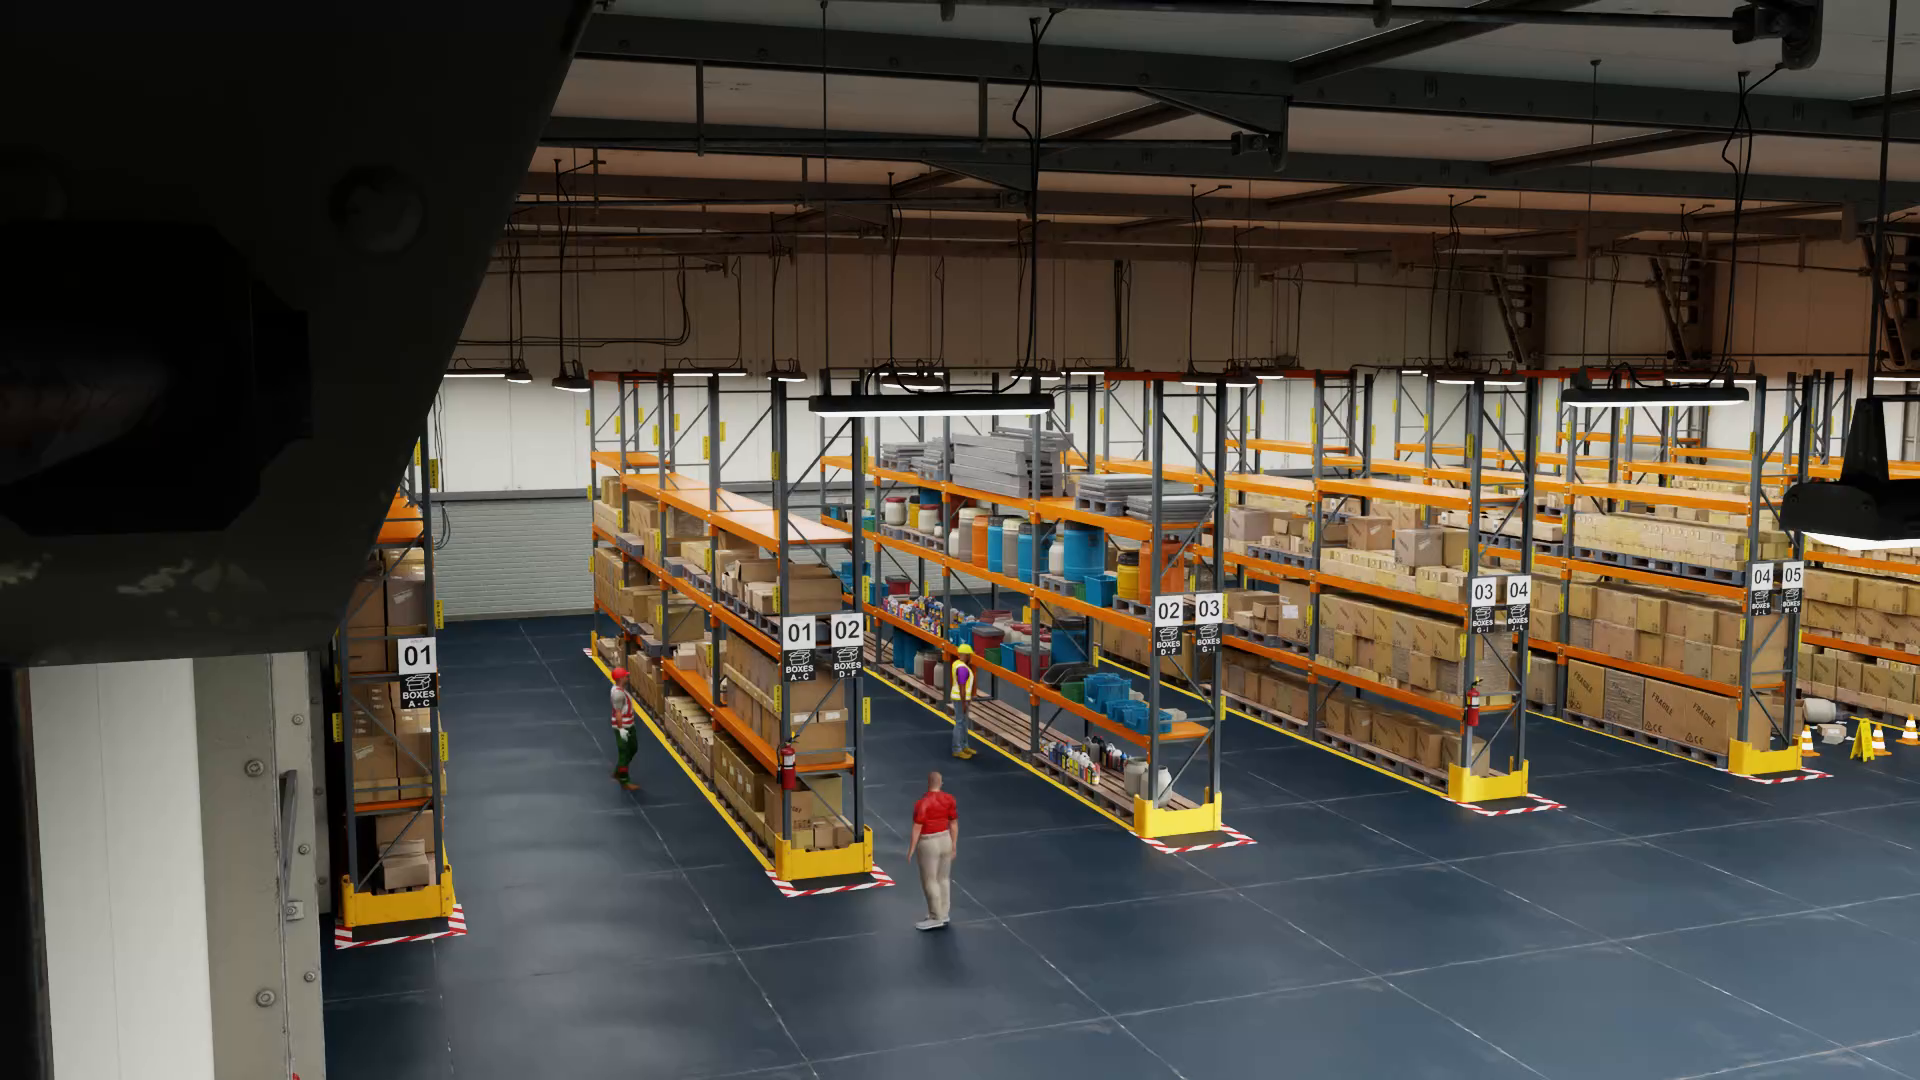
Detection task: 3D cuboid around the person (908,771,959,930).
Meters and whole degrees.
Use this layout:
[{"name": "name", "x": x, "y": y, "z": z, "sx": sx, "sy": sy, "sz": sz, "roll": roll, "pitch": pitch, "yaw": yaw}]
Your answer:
[{"name": "person", "x": -0.290, "y": 3.423, "z": 18.453, "sx": 0.571, "sy": 1.746, "sz": 0.409, "roll": -5, "pitch": 8, "yaw": -38}]

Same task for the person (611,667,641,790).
[{"name": "person", "x": -4.909, "y": 2.737, "z": 24.319, "sx": 0.517, "sy": 1.794, "sz": 0.620, "roll": 0, "pitch": 6, "yaw": 4}]

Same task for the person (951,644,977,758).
[{"name": "person", "x": 0.065, "y": 2.522, "z": 26.226, "sx": 0.422, "sy": 1.785, "sz": 0.592, "roll": 0, "pitch": 6, "yaw": -3}]

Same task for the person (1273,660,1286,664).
[{"name": "person", "x": 6.829, "y": 1.678, "z": 34.094, "sx": 0.752, "sy": 1.735, "sz": 0.617, "roll": -1, "pitch": 6, "yaw": -9}]
